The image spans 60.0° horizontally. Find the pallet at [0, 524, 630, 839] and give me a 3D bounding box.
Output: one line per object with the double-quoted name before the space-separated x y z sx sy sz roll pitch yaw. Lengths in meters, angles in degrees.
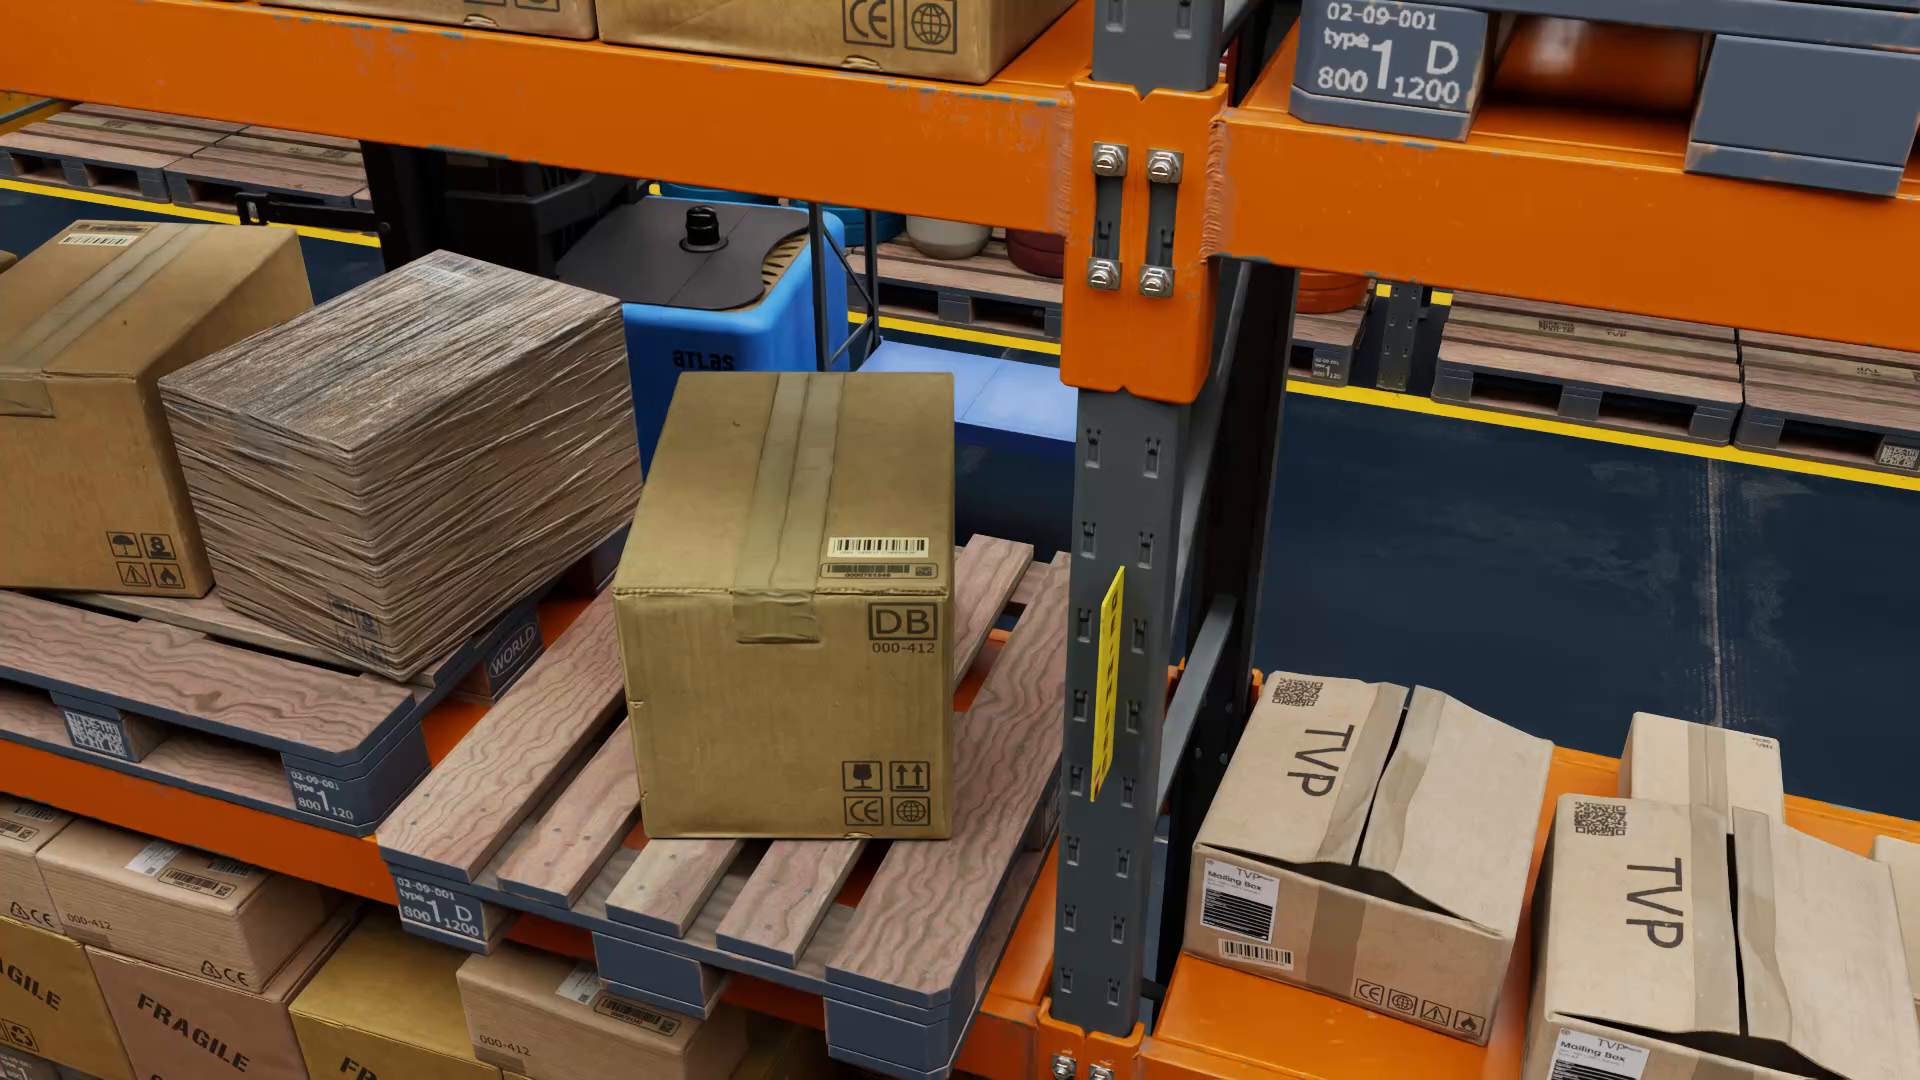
"pallet" -1.463 0.094 3.516 1.213 0.211 1.003 11 34 16

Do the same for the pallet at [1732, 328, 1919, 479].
"pallet" 3.904 -0.605 6.992 1.213 0.211 1.003 11 34 16

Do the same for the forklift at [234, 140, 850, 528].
"forklift" -1.986 -1.469 5.823 3.031 2.935 1.130 7 33 10

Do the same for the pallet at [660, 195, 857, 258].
"pallet" -1.010 -1.560 8.471 1.213 0.211 1.003 11 34 16

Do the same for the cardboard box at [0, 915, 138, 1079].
"cardboard box" -2.050 0.900 3.989 0.500 0.500 0.500 11 35 17

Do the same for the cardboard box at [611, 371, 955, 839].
"cardboard box" -0.262 0.091 2.865 0.500 0.500 0.700 0 33 0

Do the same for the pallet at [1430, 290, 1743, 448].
"pallet" 2.760 -0.829 7.339 1.213 0.211 1.003 11 34 16

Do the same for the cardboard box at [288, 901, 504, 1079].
"cardboard box" -1.078 1.086 3.702 0.500 0.500 0.500 10 34 15

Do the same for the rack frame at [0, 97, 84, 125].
"rack frame" -5.487 -3.626 9.100 0.127 3.000 1.000 11 34 16

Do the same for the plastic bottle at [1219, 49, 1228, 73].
"plastic bottle" 1.107 -2.025 6.804 0.097 0.201 0.097 0 33 0

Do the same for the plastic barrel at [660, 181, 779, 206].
"plastic barrel" -1.216 -2.080 8.254 0.708 0.901 0.600 11 34 16

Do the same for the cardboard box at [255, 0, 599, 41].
"cardboard box" -0.533 -1.091 2.317 0.500 0.500 0.910 11 34 16

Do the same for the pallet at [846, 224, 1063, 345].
"pallet" 0.143 -1.337 8.127 1.213 0.211 1.003 11 34 16

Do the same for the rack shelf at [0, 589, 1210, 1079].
"rack shelf" -1.514 0.303 3.679 4.000 0.370 1.077 11 34 16

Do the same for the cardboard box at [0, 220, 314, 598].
"cardboard box" -1.713 -0.292 3.457 0.500 0.500 0.700 3 33 4

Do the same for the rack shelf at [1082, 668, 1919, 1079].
"rack shelf" 2.252 1.035 2.545 4.000 0.370 1.077 11 34 16

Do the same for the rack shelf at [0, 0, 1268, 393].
"rack shelf" -1.514 -0.957 2.865 4.000 0.370 1.077 11 34 16

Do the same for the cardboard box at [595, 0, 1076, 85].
"cardboard box" -0.053 -0.998 2.173 0.500 0.500 0.910 11 34 16

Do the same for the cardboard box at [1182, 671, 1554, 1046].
"cardboard box" 0.697 0.493 2.803 0.500 0.311 0.500 13 35 19

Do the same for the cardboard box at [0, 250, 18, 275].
"cardboard box" -2.357 -0.289 3.453 0.500 0.500 0.700 17 36 24

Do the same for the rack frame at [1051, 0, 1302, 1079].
"rack frame" 0.368 0.368 2.914 0.053 2.616 0.949 11 34 16

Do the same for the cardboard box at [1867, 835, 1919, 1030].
"cardboard box" 1.588 0.677 2.668 0.250 0.149 0.380 14 35 20

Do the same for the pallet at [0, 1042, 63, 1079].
"pallet" -2.618 0.936 4.606 1.213 0.211 1.003 11 34 16

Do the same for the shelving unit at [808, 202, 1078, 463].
"shelving unit" 0.080 -0.614 5.819 1.048 1.500 0.538 11 34 16

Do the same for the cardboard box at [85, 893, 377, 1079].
"cardboard box" -1.574 0.993 3.845 0.500 0.500 0.500 10 34 15

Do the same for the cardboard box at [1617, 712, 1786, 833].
"cardboard box" 1.309 0.496 2.948 0.250 0.149 0.380 11 34 16

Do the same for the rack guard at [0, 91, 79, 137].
"rack guard" -5.514 -2.573 9.775 0.348 0.500 1.175 11 34 16

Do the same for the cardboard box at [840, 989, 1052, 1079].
"cardboard box" 0.037 1.003 3.830 0.500 0.500 0.500 12 35 18

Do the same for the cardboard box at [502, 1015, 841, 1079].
"cardboard box" -0.591 1.181 3.555 0.500 0.500 0.500 12 35 18

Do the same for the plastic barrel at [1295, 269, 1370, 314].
"plastic barrel" 1.577 -1.507 7.433 0.708 0.830 0.600 11 34 16

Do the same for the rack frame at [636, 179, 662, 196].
"rack frame" -1.722 -2.894 7.967 0.127 3.000 1.000 11 34 16

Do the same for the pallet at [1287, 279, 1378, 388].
"pallet" 1.287 -1.113 7.780 1.213 0.211 1.003 11 34 16

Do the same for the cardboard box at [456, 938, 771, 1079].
"cardboard box" -0.645 0.858 3.364 0.500 0.250 0.500 12 35 18

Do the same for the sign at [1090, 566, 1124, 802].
"sign" 0.195 0.192 2.192 0.005 0.325 0.100 11 34 16

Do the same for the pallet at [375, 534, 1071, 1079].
"pallet" -0.293 0.359 3.105 1.003 0.211 1.213 11 34 16

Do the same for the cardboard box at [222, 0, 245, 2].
"cardboard box" -1.023 -1.187 2.465 0.500 0.500 0.910 11 34 16

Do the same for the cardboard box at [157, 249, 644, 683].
"cardboard box" -1.058 -0.174 3.275 0.500 0.500 0.700 18 37 25

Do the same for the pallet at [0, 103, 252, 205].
"pallet" -4.724 -2.284 9.592 1.213 0.211 1.003 11 34 16

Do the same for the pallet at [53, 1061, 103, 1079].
"pallet" -1.466 1.158 4.262 1.213 0.211 1.003 11 34 16

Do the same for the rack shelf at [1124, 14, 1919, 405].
"rack shelf" 2.252 -0.225 1.731 4.000 0.370 1.077 11 34 16

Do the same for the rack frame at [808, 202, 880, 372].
"rack frame" -0.398 -0.708 5.963 0.032 1.500 0.500 11 34 16

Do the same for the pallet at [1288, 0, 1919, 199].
"pallet" 1.038 -0.736 2.033 1.003 0.211 1.213 13 35 19

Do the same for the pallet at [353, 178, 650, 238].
"pallet" -2.427 -1.837 8.901 1.213 0.211 1.003 11 34 16

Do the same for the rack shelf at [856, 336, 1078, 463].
"rack shelf" 0.080 -0.463 5.917 1.000 0.185 0.538 11 34 16

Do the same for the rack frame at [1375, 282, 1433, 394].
"rack frame" 2.044 -2.162 6.833 0.127 3.000 1.000 11 34 16

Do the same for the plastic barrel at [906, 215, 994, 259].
"plastic barrel" -0.048 -1.638 7.928 0.421 0.512 0.421 0 33 0

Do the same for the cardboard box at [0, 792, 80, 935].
"cardboard box" -2.082 0.581 3.792 0.500 0.250 0.500 11 34 17

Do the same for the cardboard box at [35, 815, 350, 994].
"cardboard box" -1.610 0.673 3.651 0.500 0.250 0.500 10 34 16

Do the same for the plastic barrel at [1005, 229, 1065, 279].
"plastic barrel" 0.514 -1.613 7.818 0.708 0.588 0.600 11 34 16

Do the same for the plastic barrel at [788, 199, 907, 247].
"plastic barrel" -0.549 -1.951 8.054 0.708 0.901 0.600 11 34 16

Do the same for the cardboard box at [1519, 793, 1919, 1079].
"cardboard box" 1.146 0.667 2.534 0.500 0.311 0.500 11 34 16

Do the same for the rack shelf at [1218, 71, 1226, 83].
"rack shelf" 0.161 -2.226 7.595 4.000 0.370 1.077 11 34 16

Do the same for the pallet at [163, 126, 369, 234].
"pallet" -3.580 -2.059 9.245 1.213 0.211 1.003 11 34 16
